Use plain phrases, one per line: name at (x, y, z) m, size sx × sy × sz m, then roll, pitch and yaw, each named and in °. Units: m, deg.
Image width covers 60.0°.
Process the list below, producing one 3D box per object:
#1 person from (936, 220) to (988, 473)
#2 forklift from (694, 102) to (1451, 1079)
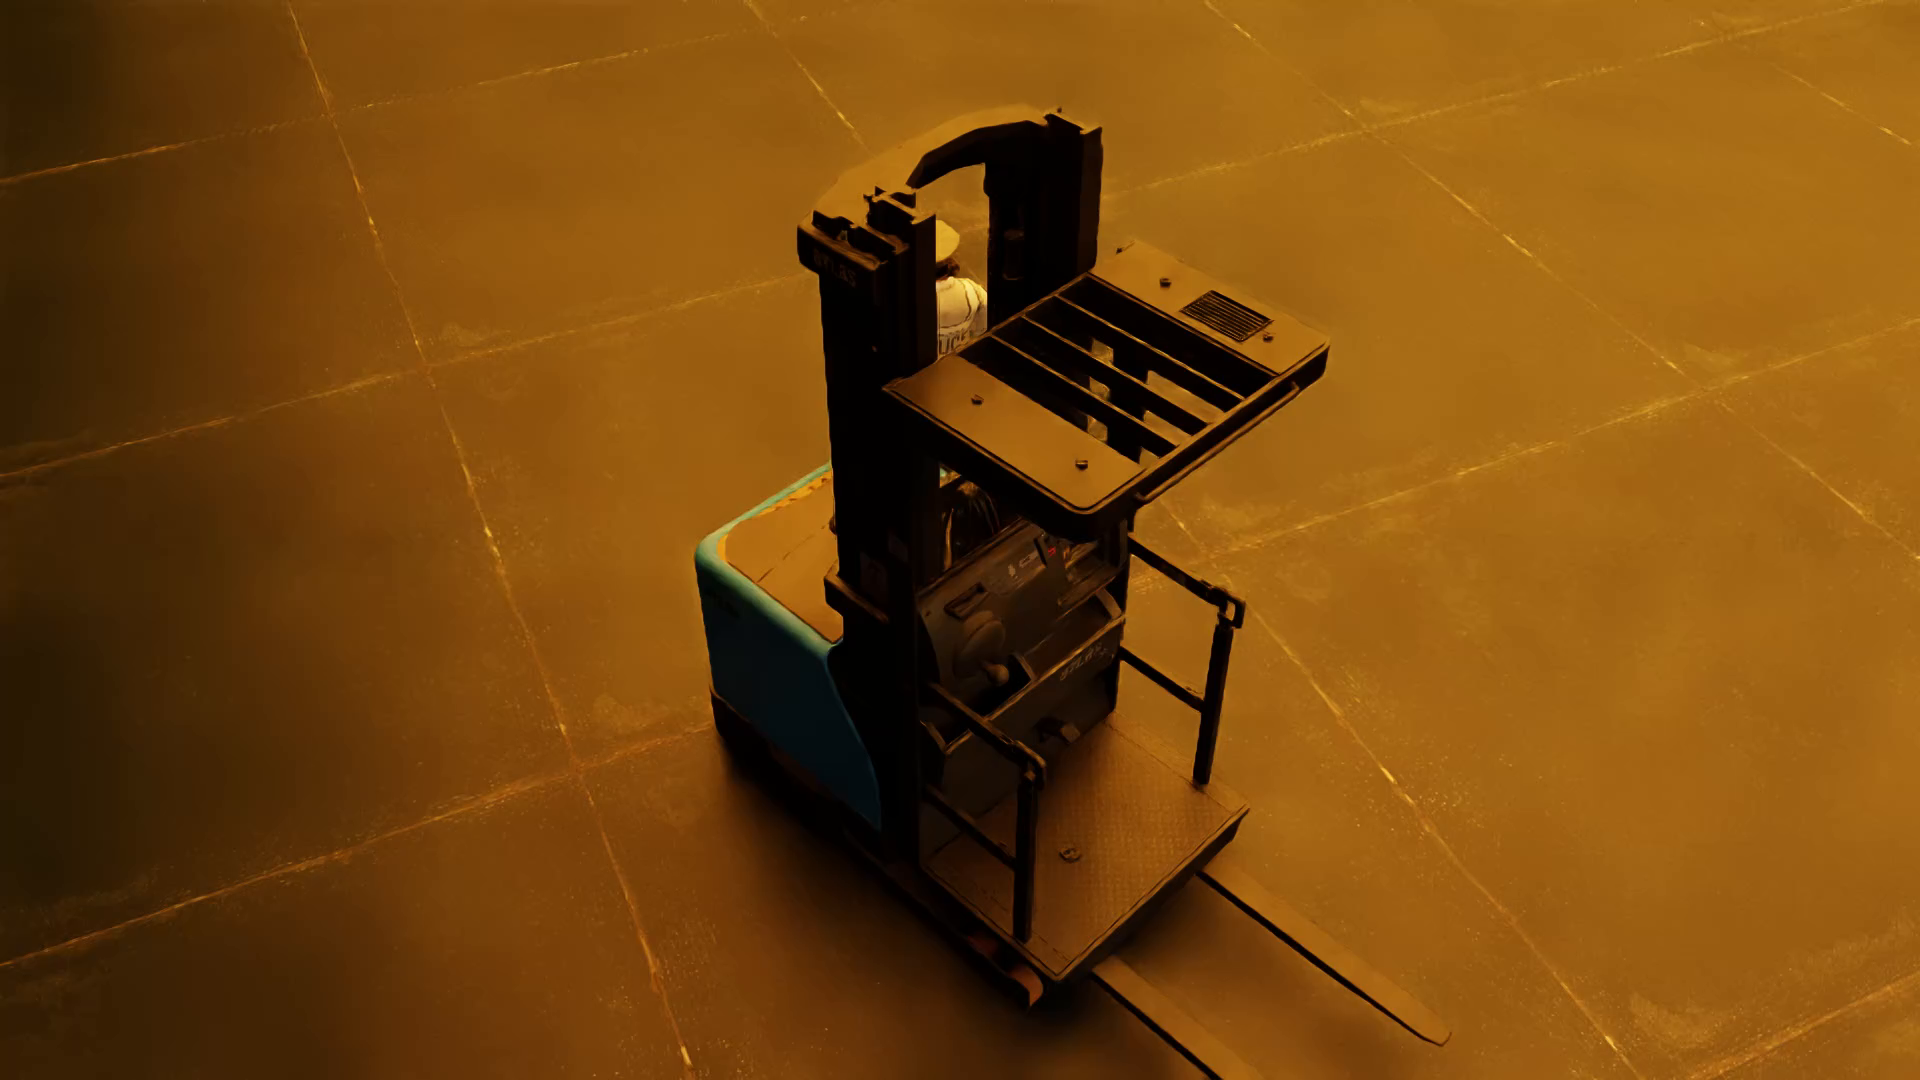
person at (-0.103, -0.731, 7.446) m, size 0.600 × 1.613 × 0.712 m, roll -19°, pitch 46°, yaw -19°
forklift at (0.378, 0.212, 5.453) m, size 1.130 × 2.935 × 3.031 m, roll -34°, pitch 53°, yaw -31°
